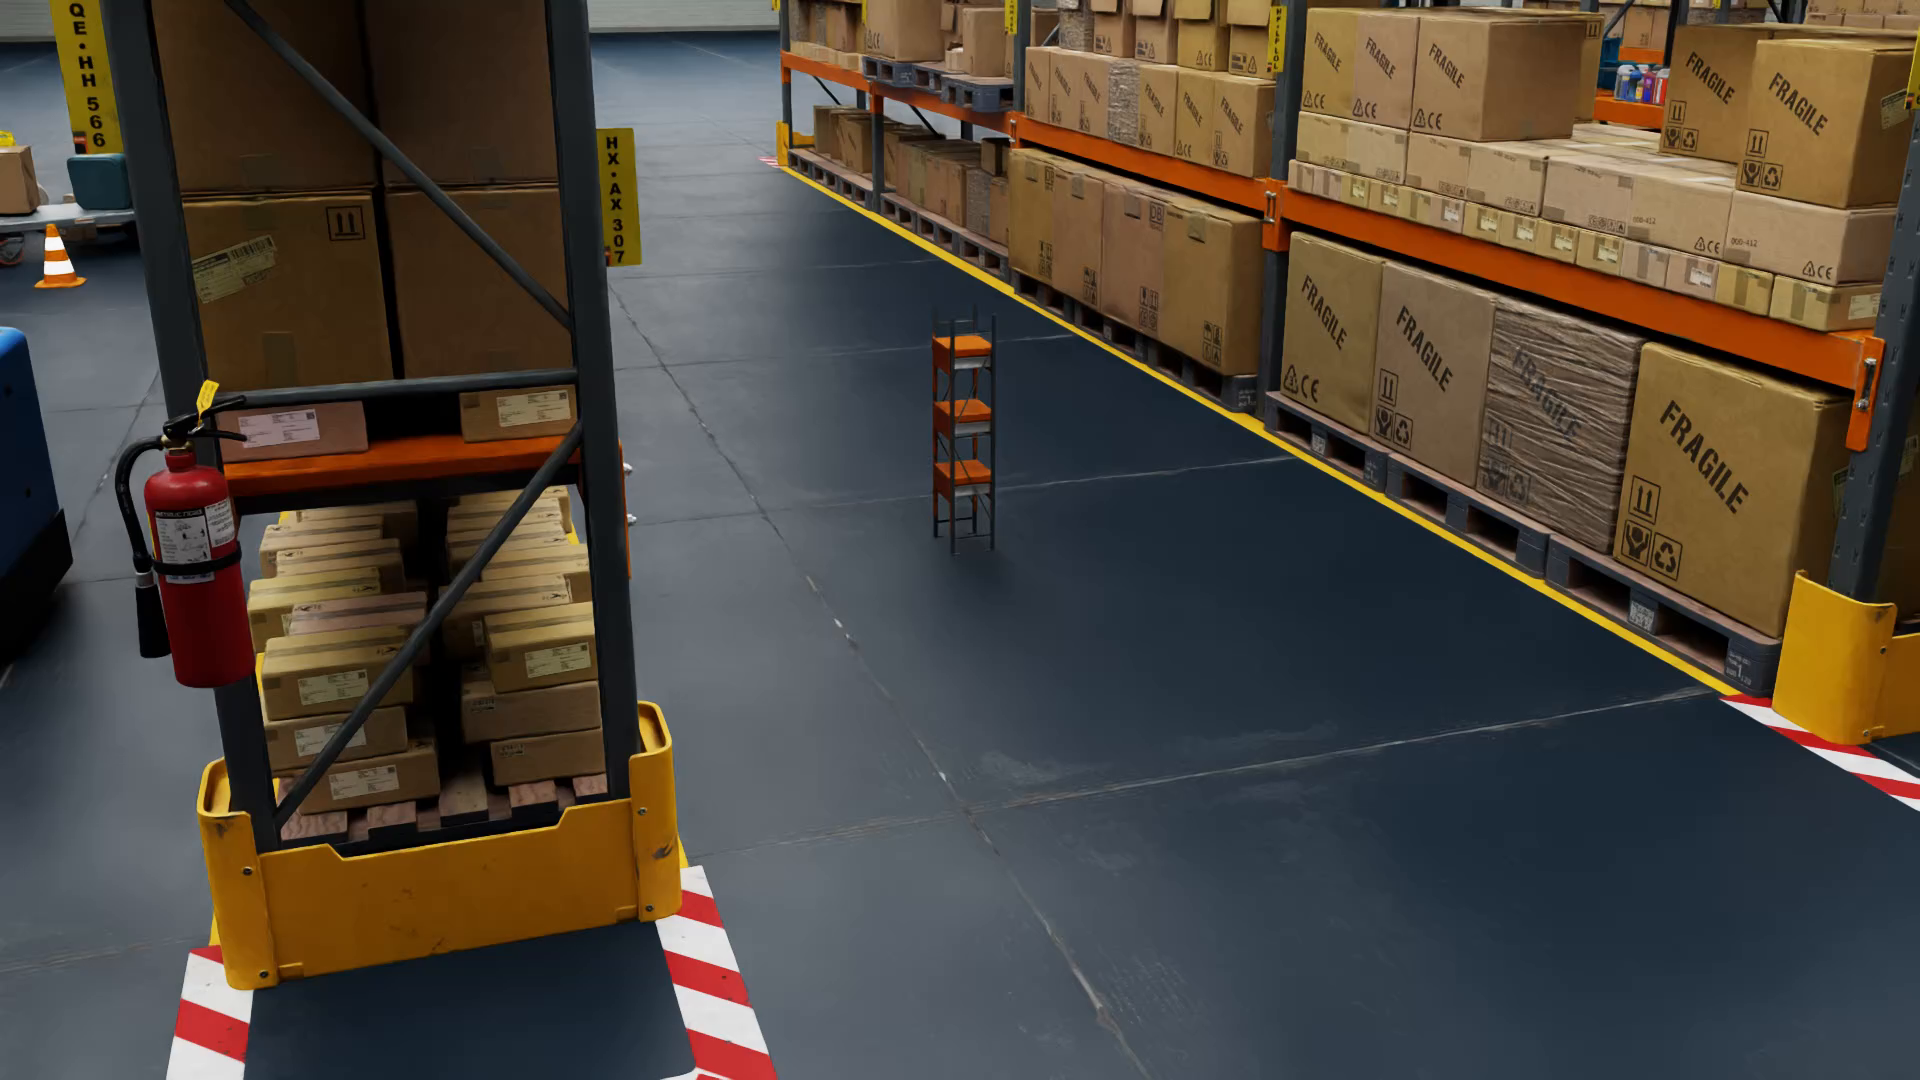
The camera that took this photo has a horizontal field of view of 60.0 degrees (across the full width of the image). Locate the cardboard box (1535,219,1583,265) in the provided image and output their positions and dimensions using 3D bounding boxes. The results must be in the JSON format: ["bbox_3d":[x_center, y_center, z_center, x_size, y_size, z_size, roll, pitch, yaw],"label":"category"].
[{"bbox_3d":[2.575,-1.220,6.746,0.380,0.149,0.250,-6,21,-17],"label":"cardboard box"}]

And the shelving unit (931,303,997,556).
[{"bbox_3d":[0.017,-0.477,7.191,0.215,1.050,0.252,-6,21,-17],"label":"shelving unit"}]

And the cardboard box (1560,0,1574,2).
[{"bbox_3d":[7.939,-6.991,21.336,0.380,0.149,0.250,-7,21,-18],"label":"cardboard box"}]

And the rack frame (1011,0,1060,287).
[{"bbox_3d":[0.890,-3.415,12.487,1.000,3.000,0.127,-6,21,-17],"label":"rack frame"}]

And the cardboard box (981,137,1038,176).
[{"bbox_3d":[0.474,-3.180,13.769,0.500,0.250,0.500,-4,20,-11],"label":"cardboard box"}]

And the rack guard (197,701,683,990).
[{"bbox_3d":[-1.360,0.799,4.453,1.175,0.500,0.348,-6,21,-17],"label":"rack guard"}]

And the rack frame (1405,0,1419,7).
[{"bbox_3d":[4.334,-5.225,17.526,1.000,3.000,0.127,-6,21,-17],"label":"rack frame"}]

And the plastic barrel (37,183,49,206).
[{"bbox_3d":[-8.946,-3.215,15.741,0.512,0.421,0.421,8,21,20],"label":"plastic barrel"}]

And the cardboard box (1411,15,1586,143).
[{"bbox_3d":[2.370,-2.048,7.352,0.500,0.500,0.500,-7,21,-19],"label":"cardboard box"}]

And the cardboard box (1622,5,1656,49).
[{"bbox_3d":[8.566,-6.269,20.284,0.700,0.500,0.500,-6,21,-16],"label":"cardboard box"}]

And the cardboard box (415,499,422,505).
[{"bbox_3d":[-2.255,-0.219,6.306,0.380,0.149,0.250,-7,21,-19],"label":"cardboard box"}]

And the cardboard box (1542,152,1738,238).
[{"bbox_3d":[2.681,-1.371,6.577,0.500,0.250,0.500,-7,21,-19],"label":"cardboard box"}]

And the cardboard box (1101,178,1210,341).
[{"bbox_3d":[1.645,-1.819,10.566,1.225,0.875,0.875,-7,21,-19],"label":"cardboard box"}]

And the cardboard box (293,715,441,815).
[{"bbox_3d":[-1.700,0.644,4.782,0.380,0.149,0.250,-6,21,-16],"label":"cardboard box"}]

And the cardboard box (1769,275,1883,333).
[{"bbox_3d":[2.979,-0.809,5.603,0.380,0.149,0.250,-6,21,-16],"label":"cardboard box"}]

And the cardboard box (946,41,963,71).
[{"bbox_3d":[0.109,-4.056,13.849,0.396,0.266,0.258,-7,21,-19],"label":"cardboard box"}]

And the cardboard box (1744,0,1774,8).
[{"bbox_3d":[9.137,-6.209,19.159,0.380,0.149,0.250,-6,21,-17],"label":"cardboard box"}]

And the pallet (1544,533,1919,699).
[{"bbox_3d":[3.078,0.216,6.502,1.003,0.211,1.213,-6,21,-17],"label":"pallet"}]

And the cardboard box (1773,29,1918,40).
[{"bbox_3d":[3.352,-1.613,6.143,0.500,0.500,0.500,-7,21,-19],"label":"cardboard box"}]

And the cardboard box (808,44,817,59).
[{"bbox_3d":[-1.467,-5.424,18.452,0.380,0.149,0.250,-6,21,-17],"label":"cardboard box"}]

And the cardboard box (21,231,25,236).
[{"bbox_3d":[-8.821,-2.959,14.911,0.500,0.500,0.500,8,21,20],"label":"cardboard box"}]

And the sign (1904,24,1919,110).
[{"bbox_3d":[2.884,-1.451,4.956,0.100,0.325,0.005,-6,21,-17],"label":"sign"}]

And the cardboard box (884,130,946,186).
[{"bbox_3d":[-0.455,-3.853,16.782,0.500,0.500,0.500,-7,21,-19],"label":"cardboard box"}]

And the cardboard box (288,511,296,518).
[{"bbox_3d":[-2.343,-0.071,6.333,0.380,0.149,0.250,-7,21,-18],"label":"cardboard box"}]

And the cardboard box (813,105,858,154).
[{"bbox_3d":[-1.445,-4.801,19.423,0.500,0.500,0.500,-3,20,-7],"label":"cardboard box"}]

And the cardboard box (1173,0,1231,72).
[{"bbox_3d":[1.733,-3.076,9.912,0.797,0.503,0.637,-6,21,-17],"label":"cardboard box"}]

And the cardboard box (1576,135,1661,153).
[{"bbox_3d":[3.016,-1.595,7.200,0.500,0.250,0.500,-7,21,-18],"label":"cardboard box"}]

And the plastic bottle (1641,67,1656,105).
[{"bbox_3d":[5.481,-3.603,13.183,0.061,0.283,0.133,-6,21,-17],"label":"plastic bottle"}]

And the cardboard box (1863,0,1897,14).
[{"bbox_3d":[12.649,-7.342,22.502,0.500,0.500,0.500,-7,21,-19],"label":"cardboard box"}]

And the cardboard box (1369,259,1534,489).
[{"bbox_3d":[2.561,-0.820,7.784,0.875,0.875,0.875,-6,21,-17],"label":"cardboard box"}]

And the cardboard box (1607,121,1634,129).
[{"bbox_3d":[8.366,-5.100,20.623,0.500,0.250,0.500,-6,21,-17],"label":"cardboard box"}]

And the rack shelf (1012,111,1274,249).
[{"bbox_3d":[1.518,-2.435,10.822,1.077,0.370,4.000,-6,21,-17],"label":"rack shelf"}]

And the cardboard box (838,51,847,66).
[{"bbox_3d":[-1.060,-5.025,17.340,0.380,0.149,0.250,-6,21,-17],"label":"cardboard box"}]

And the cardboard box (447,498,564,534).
[{"bbox_3d":[-1.572,-0.024,5.763,0.380,0.149,0.250,-6,20,-15],"label":"cardboard box"}]

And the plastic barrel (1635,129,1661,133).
[{"bbox_3d":[5.761,-2.962,13.816,0.600,0.830,0.708,-6,21,-17],"label":"plastic barrel"}]

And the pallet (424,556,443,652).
[{"bbox_3d":[-1.962,0.279,6.326,1.003,0.211,1.213,-6,21,-17],"label":"pallet"}]

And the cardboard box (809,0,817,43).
[{"bbox_3d":[-1.207,-5.842,18.657,0.875,0.500,0.500,-6,21,-17],"label":"cardboard box"}]

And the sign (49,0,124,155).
[{"bbox_3d":[-1.870,-0.994,3.567,0.100,0.325,0.005,-6,21,-17],"label":"sign"}]

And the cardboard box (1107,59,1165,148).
[{"bbox_3d":[1.268,-2.787,10.591,0.500,0.500,0.500,-6,21,-17],"label":"cardboard box"}]

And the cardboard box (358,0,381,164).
[{"bbox_3d":[-1.390,-1.344,4.655,0.500,0.500,0.500,-6,21,-16],"label":"cardboard box"}]

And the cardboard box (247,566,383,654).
[{"bbox_3d":[-1.970,0.211,5.106,0.380,0.149,0.250,-7,21,-18],"label":"cardboard box"}]

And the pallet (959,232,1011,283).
[{"bbox_3d":[0.645,-2.354,13.657,1.003,0.211,1.213,-6,21,-17],"label":"pallet"}]

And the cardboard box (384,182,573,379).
[{"bbox_3d":[-1.215,-0.714,4.378,0.500,0.500,0.500,-5,20,-15],"label":"cardboard box"}]

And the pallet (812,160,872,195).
[{"bbox_3d":[-1.000,-3.990,18.214,1.003,0.211,1.213,-6,21,-17],"label":"pallet"}]

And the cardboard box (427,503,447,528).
[{"bbox_3d":[-1.802,-0.047,6.266,0.380,0.149,0.250,-5,20,-15],"label":"cardboard box"}]

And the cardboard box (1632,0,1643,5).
[{"bbox_3d":[8.351,-6.575,20.176,0.380,0.149,0.250,-6,21,-16],"label":"cardboard box"}]

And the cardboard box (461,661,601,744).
[{"bbox_3d":[-1.257,0.455,4.867,0.380,0.149,0.250,-5,20,-15],"label":"cardboard box"}]

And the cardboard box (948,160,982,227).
[{"bbox_3d":[0.289,-3.016,14.424,0.700,0.500,0.500,-5,20,-13],"label":"cardboard box"}]

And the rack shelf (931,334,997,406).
[{"bbox_3d":[0.017,-0.734,7.099,0.215,0.259,0.240,-6,21,-17],"label":"rack shelf"}]

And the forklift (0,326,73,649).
[{"bbox_3d":[-5.067,-0.953,5.733,3.031,2.935,1.130,-5,20,-13],"label":"forklift"}]

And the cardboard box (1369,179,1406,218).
[{"bbox_3d":[2.174,-1.630,7.889,0.380,0.149,0.250,-7,21,-19],"label":"cardboard box"}]

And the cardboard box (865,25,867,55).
[{"bbox_3d":[-0.450,-5.037,16.414,0.875,0.500,0.500,-6,21,-17],"label":"cardboard box"}]

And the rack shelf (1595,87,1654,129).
[{"bbox_3d":[4.963,-4.245,15.861,1.077,0.370,4.000,-6,21,-17],"label":"rack shelf"}]
